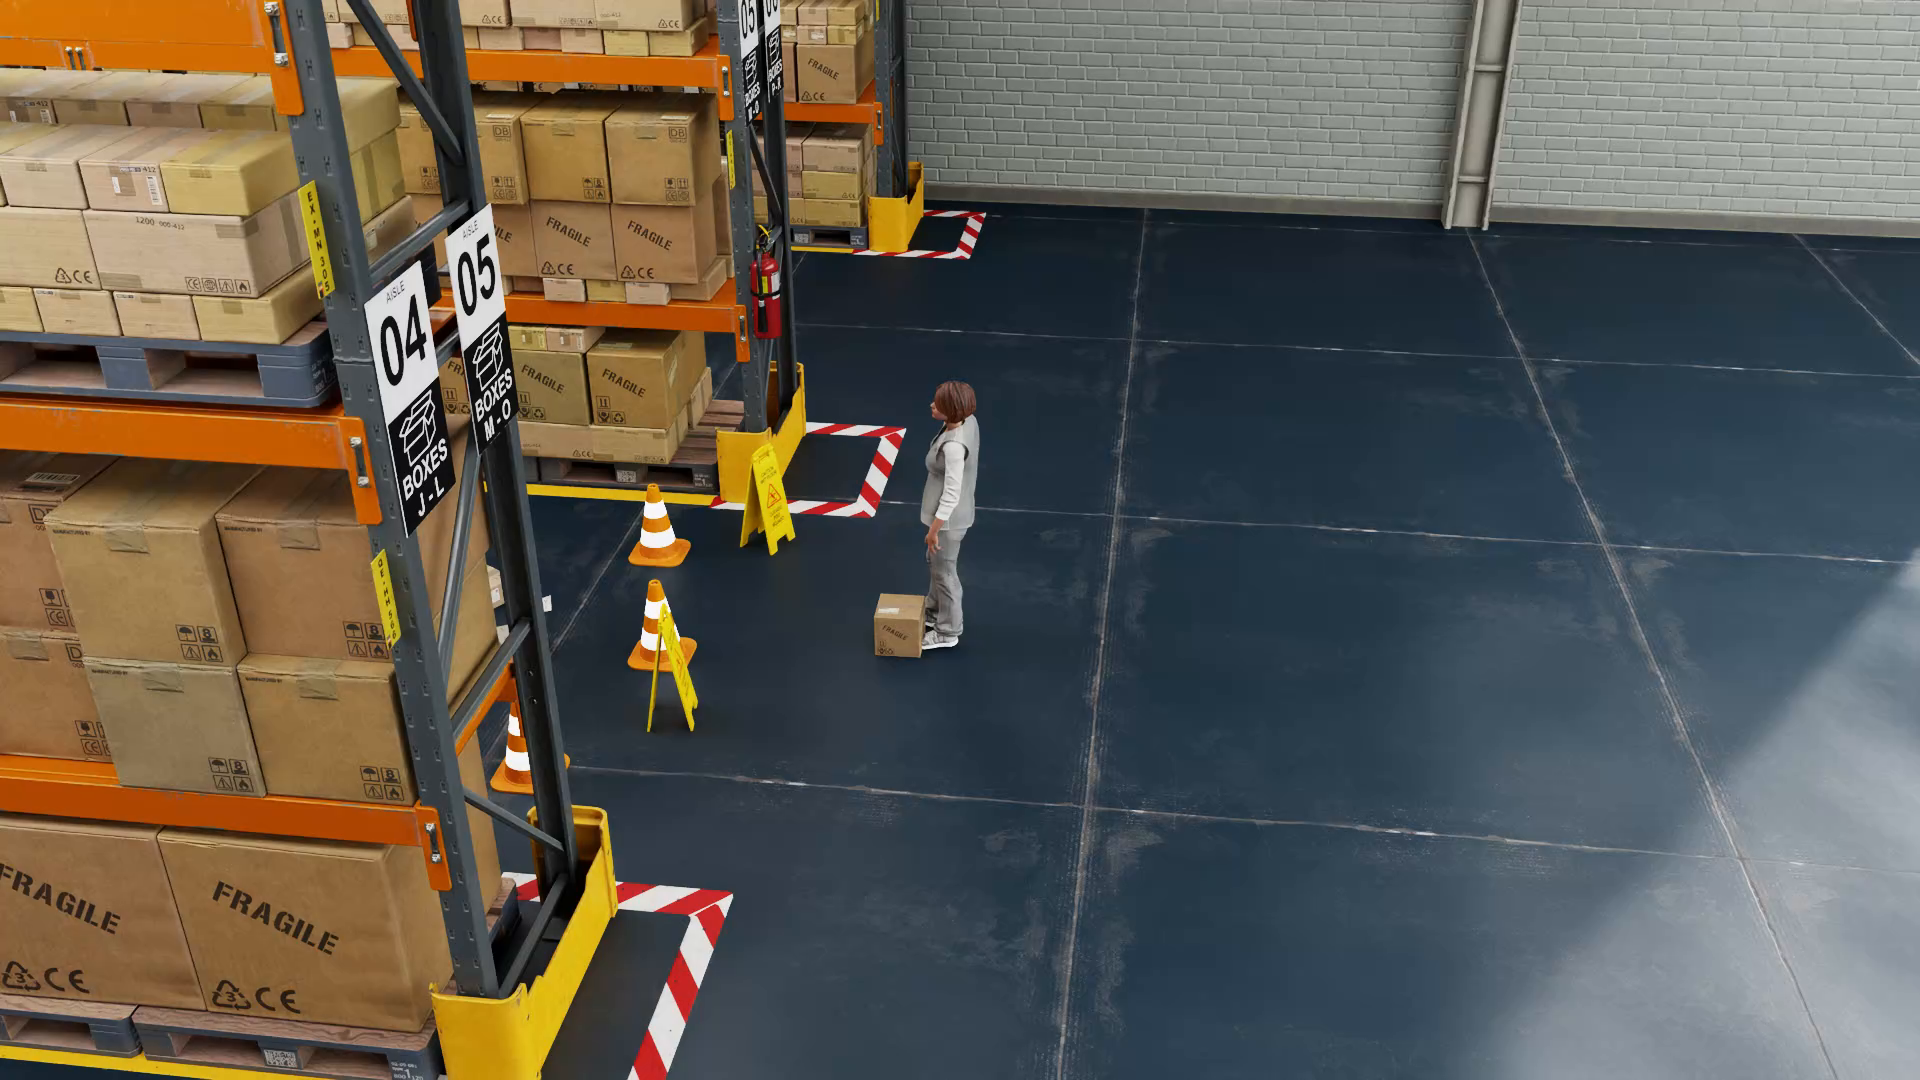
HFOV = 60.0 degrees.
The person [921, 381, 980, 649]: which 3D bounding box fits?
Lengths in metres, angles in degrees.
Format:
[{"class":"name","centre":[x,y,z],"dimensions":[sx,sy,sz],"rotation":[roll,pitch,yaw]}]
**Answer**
[{"class":"person","centre":[-0.141,-0.131,8.854],"dimensions":[0.474,1.597,0.521],"rotation":[3,29,6]}]
